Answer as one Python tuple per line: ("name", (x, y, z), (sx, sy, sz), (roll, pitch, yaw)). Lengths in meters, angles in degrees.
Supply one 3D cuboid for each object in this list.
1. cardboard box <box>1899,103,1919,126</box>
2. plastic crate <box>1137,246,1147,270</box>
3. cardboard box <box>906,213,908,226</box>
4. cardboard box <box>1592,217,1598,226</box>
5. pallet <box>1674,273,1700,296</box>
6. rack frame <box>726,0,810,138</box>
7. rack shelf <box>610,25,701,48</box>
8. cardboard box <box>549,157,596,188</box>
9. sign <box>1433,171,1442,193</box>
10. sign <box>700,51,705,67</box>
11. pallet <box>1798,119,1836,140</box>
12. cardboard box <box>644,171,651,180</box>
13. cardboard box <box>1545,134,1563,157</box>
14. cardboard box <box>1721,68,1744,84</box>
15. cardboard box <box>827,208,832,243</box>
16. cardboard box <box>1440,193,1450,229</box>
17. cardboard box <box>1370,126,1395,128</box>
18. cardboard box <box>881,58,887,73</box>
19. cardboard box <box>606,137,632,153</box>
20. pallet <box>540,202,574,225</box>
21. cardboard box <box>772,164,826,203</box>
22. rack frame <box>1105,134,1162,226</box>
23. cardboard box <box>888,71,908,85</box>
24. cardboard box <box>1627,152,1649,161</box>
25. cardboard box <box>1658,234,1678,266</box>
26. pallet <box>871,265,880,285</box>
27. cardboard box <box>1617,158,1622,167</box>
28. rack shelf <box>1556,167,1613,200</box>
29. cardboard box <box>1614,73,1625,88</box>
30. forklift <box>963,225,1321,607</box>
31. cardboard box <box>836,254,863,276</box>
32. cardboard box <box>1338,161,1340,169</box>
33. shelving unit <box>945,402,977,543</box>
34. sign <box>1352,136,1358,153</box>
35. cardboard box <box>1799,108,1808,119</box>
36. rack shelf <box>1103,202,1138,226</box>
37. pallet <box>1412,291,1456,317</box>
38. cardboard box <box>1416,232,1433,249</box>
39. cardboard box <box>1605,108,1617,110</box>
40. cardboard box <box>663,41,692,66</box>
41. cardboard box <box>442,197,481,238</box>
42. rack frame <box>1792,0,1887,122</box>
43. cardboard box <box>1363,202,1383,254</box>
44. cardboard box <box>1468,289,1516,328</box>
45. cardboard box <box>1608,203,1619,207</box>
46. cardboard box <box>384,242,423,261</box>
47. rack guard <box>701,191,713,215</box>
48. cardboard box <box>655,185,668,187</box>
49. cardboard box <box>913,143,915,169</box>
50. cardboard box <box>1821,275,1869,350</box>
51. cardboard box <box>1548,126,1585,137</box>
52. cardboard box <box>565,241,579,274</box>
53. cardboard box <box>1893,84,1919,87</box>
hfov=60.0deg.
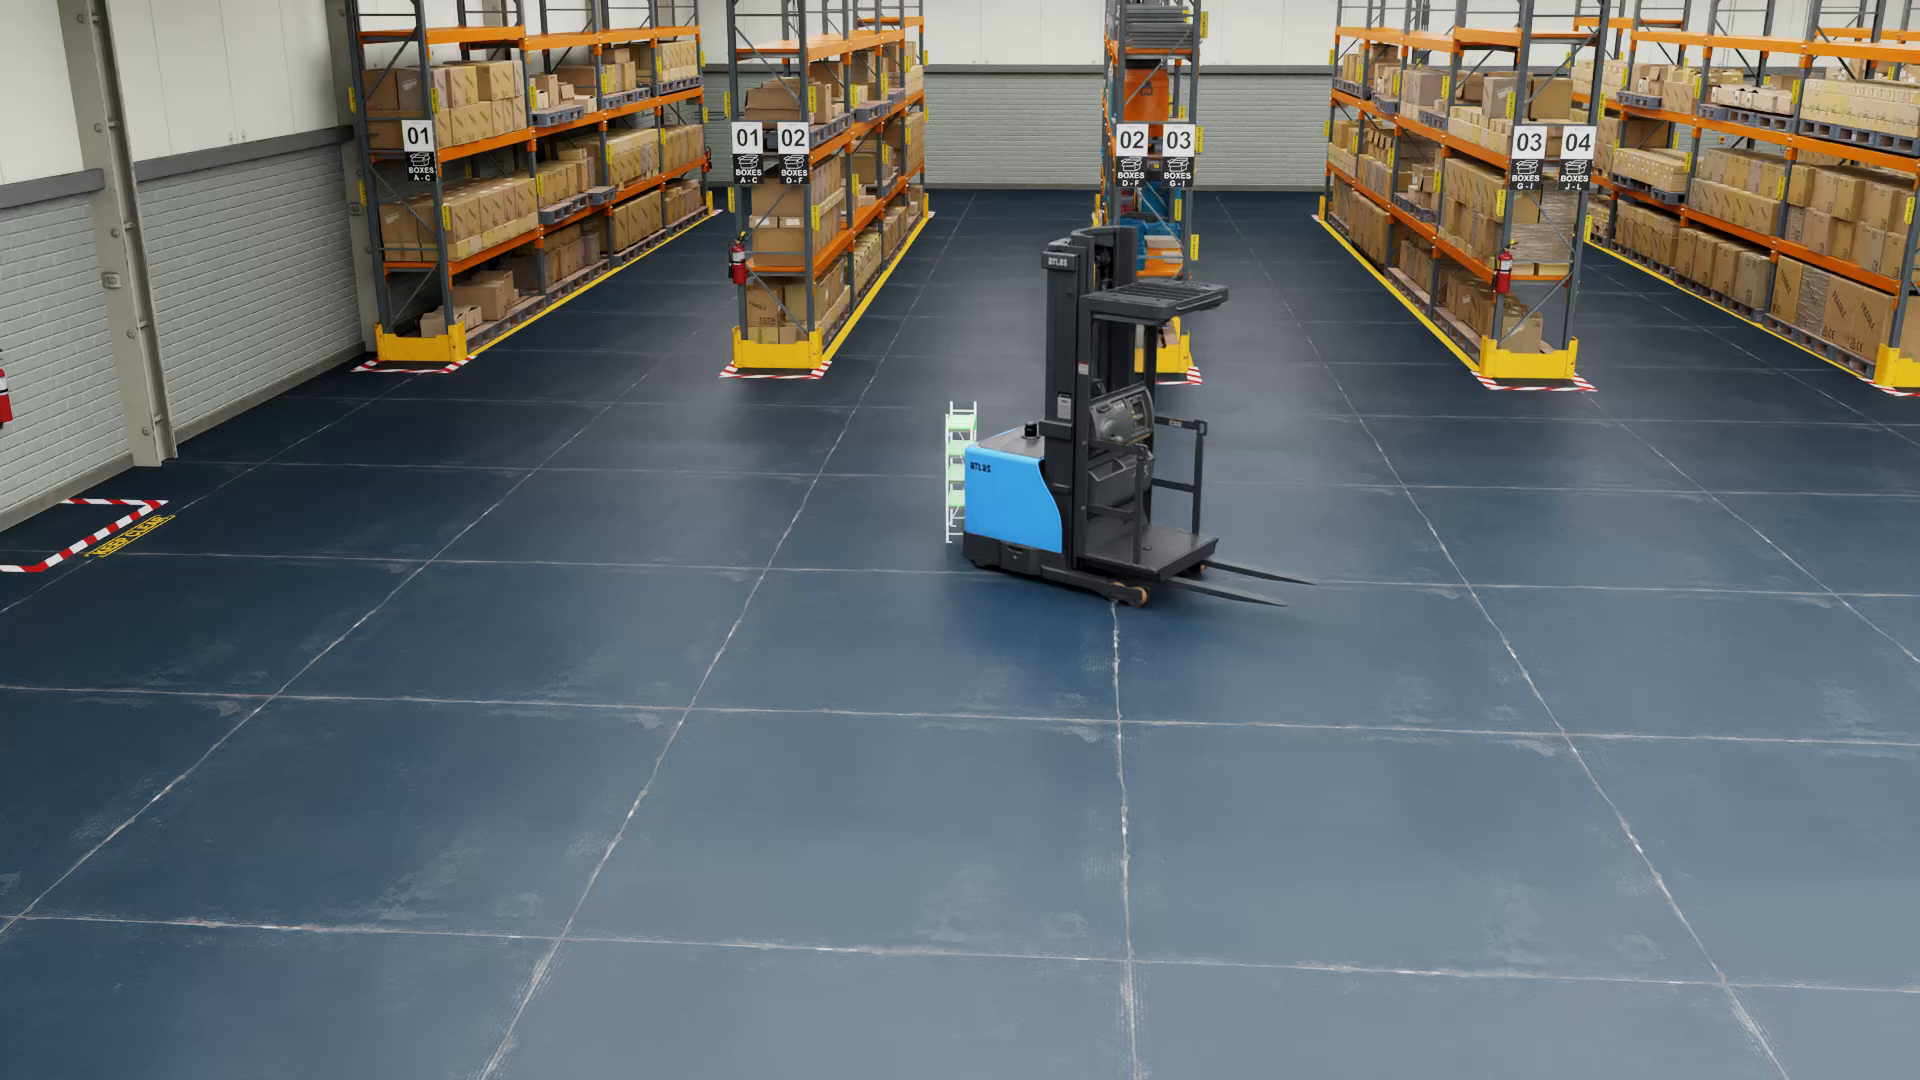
("cardboard box", (12.127, -5.325, 20.793), (0.500, 0.250, 0.500), (2, 18, 5))
("plastic crate", (2.227, -3.768, 22.170), (0.499, 0.251, 0.616), (1, 18, 4))
("cardboard box", (-1.344, -6.572, 34.101), (0.500, 0.311, 0.500), (1, 18, 4))
("cardboard box", (12.945, -6.410, 33.420), (0.380, 0.149, 0.250), (1, 18, 2))
("pallet", (12.812, -4.340, 28.156), (1.003, 0.211, 1.213), (1, 18, 4))
("rack frame", (-2.450, -6.639, 21.059), (1.000, 3.000, 0.127), (1, 18, 4))
("rack shelf", (-6.388, -10.565, 34.837), (1.077, 0.370, 4.000), (1, 18, 4))
("cardboard box", (-6.842, -6.493, 29.380), (0.700, 0.500, 0.500), (-1, 18, -3))
("sign", (7.163, -5.370, 24.961), (0.100, 0.325, 0.005), (1, 18, 4))
("sign", (-5.704, -10.659, 36.850), (0.100, 0.325, 0.005), (1, 18, 4))
("pallet", (12.588, -5.795, 23.445), (1.003, 0.211, 1.213), (1, 18, 4))
("cardboard box", (-6.291, -7.162, 32.660), (0.380, 0.149, 0.250), (1, 18, 4))
("cardboard box", (7.723, -5.064, 21.310), (0.500, 0.250, 0.500), (2, 18, 6))
("cardboard box", (13.285, -8.025, 28.716), (0.396, 0.266, 0.258), (1, 18, 4))
("cardboard box", (-2.260, -4.620, 24.373), (0.700, 0.500, 0.500), (2, 18, 5))
("cardboard box", (7.623, -4.859, 24.622), (0.875, 0.500, 0.500), (1, 18, 4))
("cardboard box", (8.655, -8.177, 33.946), (0.500, 0.500, 0.500), (1, 18, 2))
("cardboard box", (-1.725, -8.872, 31.697), (0.600, 0.600, 0.600), (1, 18, 3))
("cardboard box", (-6.459, -7.394, 31.125), (0.500, 0.250, 0.500), (1, 18, 4))
("pallet", (-6.905, -5.283, 26.863), (1.003, 0.211, 1.213), (1, 18, 4))
("cardboard box", (-2.297, -5.089, 23.719), (0.700, 0.500, 0.500), (1, 18, 4))
("rack frame", (3.064, -6.161, 29.235), (1.000, 3.000, 0.127), (1, 18, 4))
("cardboard box", (-1.307, -9.252, 33.290), (0.500, 0.250, 0.500), (1, 18, 4))
("cardboard box", (12.688, -7.158, 31.051), (0.380, 0.149, 0.250), (1, 18, 3))
("cardboard box", (12.730, -5.130, 29.430), (0.500, 0.500, 0.500), (1, 18, 4))
("pallet", (-1.975, -4.693, 29.233), (1.003, 0.211, 1.213), (1, 18, 4))
("cardboard box", (12.727, -7.180, 31.595), (0.380, 0.149, 0.250), (1, 18, 3))
("rack shelf", (13.374, -7.430, 34.263), (1.077, 0.370, 4.000), (1, 18, 4))
("cardboard box", (13.010, -8.891, 32.189), (0.500, 0.250, 0.500), (0, 18, 1))
("forklift", (1.514, -1.032, 13.693), (3.031, 2.935, 1.130), (13, 22, 34))
("cardboard box", (-1.844, -4.468, 26.909), (0.500, 0.311, 0.500), (1, 18, 3))
("cardboard box", (8.114, -7.835, 34.748), (0.380, 0.149, 0.250), (1, 18, 3))
("shelving unit", (0.012, -0.622, 15.220), (0.258, 1.200, 0.503), (1, 18, 4))
("sign", (7.737, -7.754, 32.578), (0.100, 0.325, 0.005), (1, 18, 4))
("cardboard box", (12.292, -6.114, 23.842), (0.380, 0.149, 0.250), (1, 18, 3))
("rack shelf", (2.920, -5.198, 27.452), (1.077, 0.370, 4.000), (1, 18, 4))
("pallet", (7.771, -3.725, 26.279), (1.003, 0.211, 1.213), (1, 18, 4))
("cardboard box", (7.958, -5.054, 27.961), (0.500, 0.250, 0.500), (3, 18, 10))
("cardboard box", (13.732, -8.909, 35.379), (0.500, 0.500, 0.500), (1, 18, 3))
("cardboard box", (-6.072, -10.436, 35.665), (0.500, 0.500, 0.500), (2, 18, 6))
("cardboard box", (-7.012, -4.487, 23.131), (0.500, 0.500, 0.500), (1, 18, 4))
("rack frame", (12.657, -7.517, 23.739), (1.000, 3.000, 0.127), (1, 18, 4))
("cardboard box", (8.146, -5.731, 30.660), (1.225, 0.875, 0.875), (1, 18, 4))
("cardboard box", (7.649, -3.324, 23.917), (0.500, 0.500, 0.500), (0, 18, -1))
("cardboard box", (13.599, -6.865, 34.333), (0.380, 0.149, 0.250), (1, 18, 4))
("cardboard box", (-7.551, -3.985, 22.804), (0.500, 0.250, 0.500), (2, 18, 5))
("rack guard", (-6.243, -7.686, 37.905), (1.175, 0.500, 0.348), (1, 18, 4))
("cardboard box", (-6.493, -7.538, 35.736), (0.380, 0.149, 0.250), (1, 18, 3))
("cardboard box", (-1.210, -8.029, 34.776), (0.500, 0.500, 0.500), (1, 18, 4))
("cardboard box", (12.414, -3.099, 22.628), (0.875, 0.875, 0.875), (1, 18, 3))
("cardboard box", (7.681, -5.190, 21.055), (0.380, 0.149, 0.250), (1, 18, 4))
("cardboard box", (-6.978, -4.866, 28.592), (0.700, 0.500, 0.500), (1, 18, 4))
("cardboard box", (12.857, -6.085, 22.475), (0.380, 0.149, 0.250), (1, 18, 3))
